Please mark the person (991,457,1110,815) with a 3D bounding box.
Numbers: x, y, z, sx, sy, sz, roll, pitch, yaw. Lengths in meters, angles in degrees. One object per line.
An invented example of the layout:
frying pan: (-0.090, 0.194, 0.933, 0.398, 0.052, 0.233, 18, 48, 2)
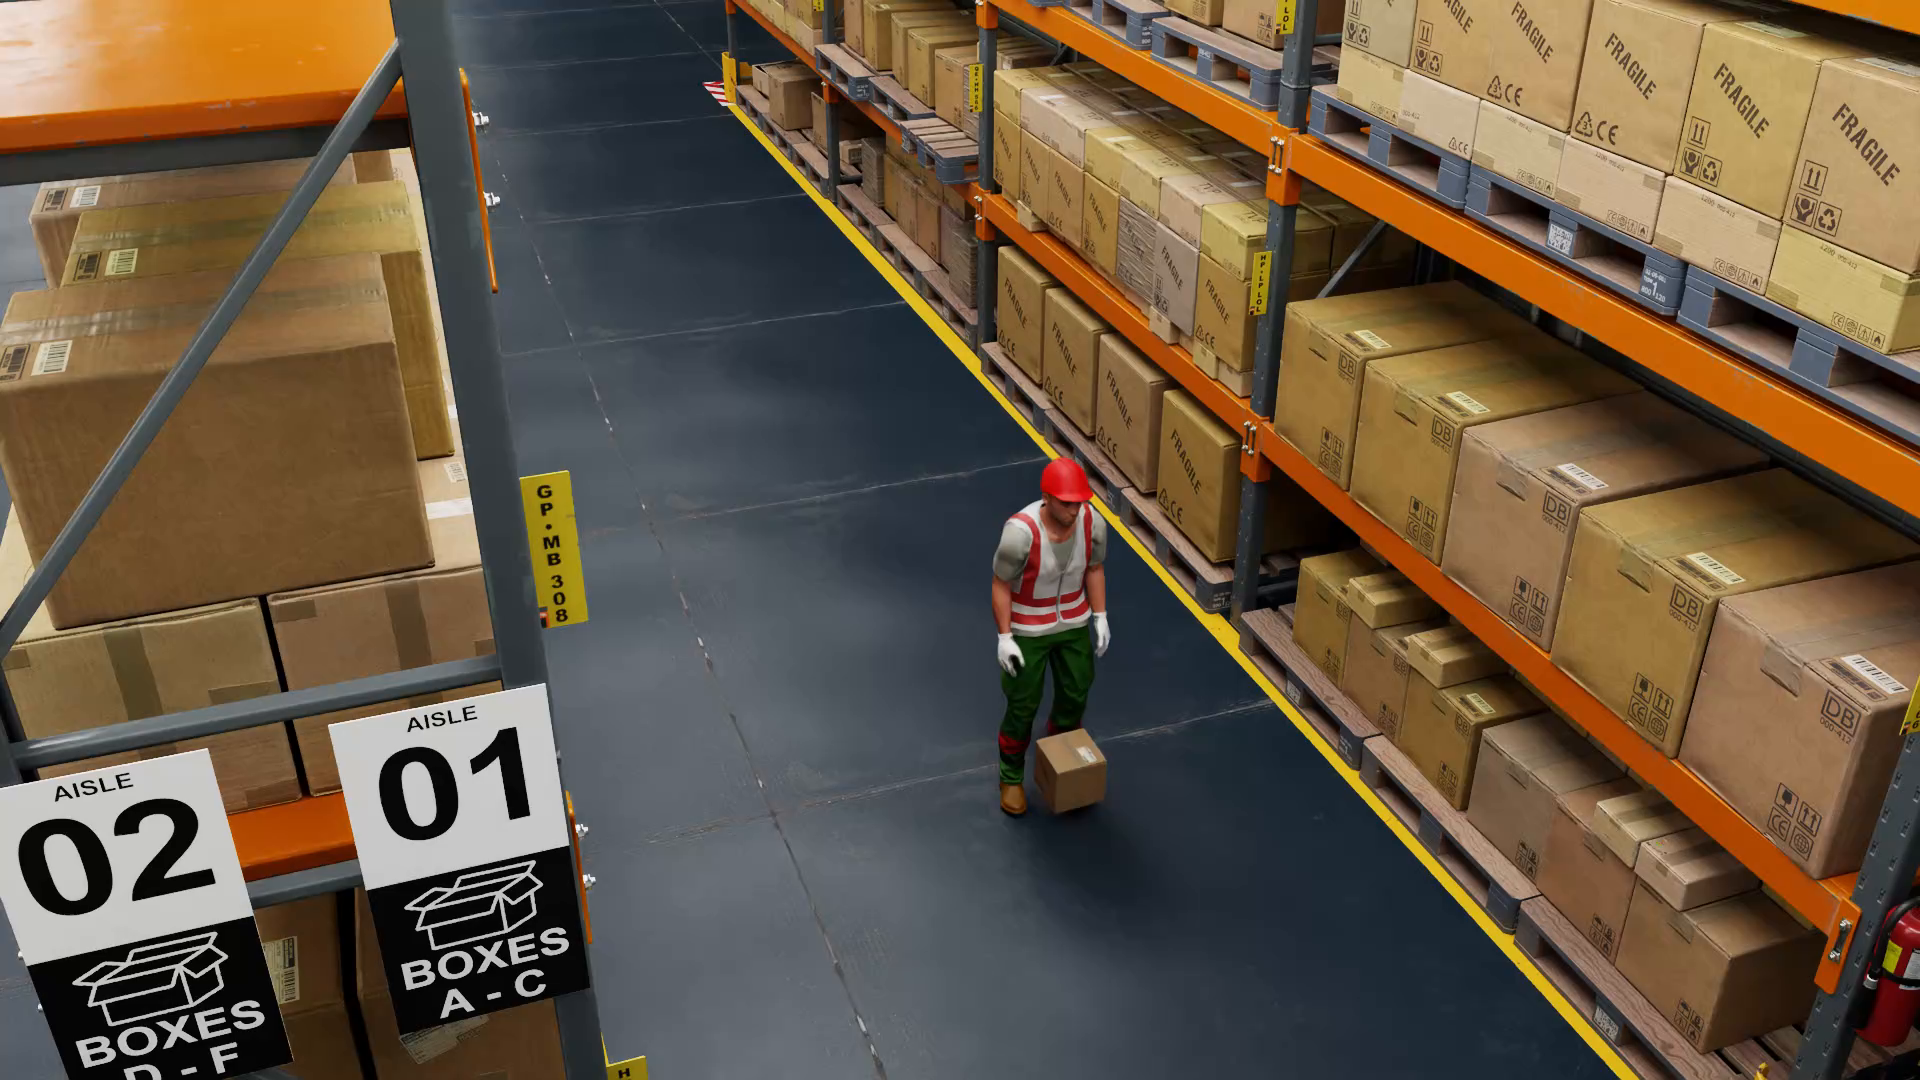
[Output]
person: (0.413, 0.414, 7.600, 0.568, 1.781, 0.435, -11, 32, -19)
